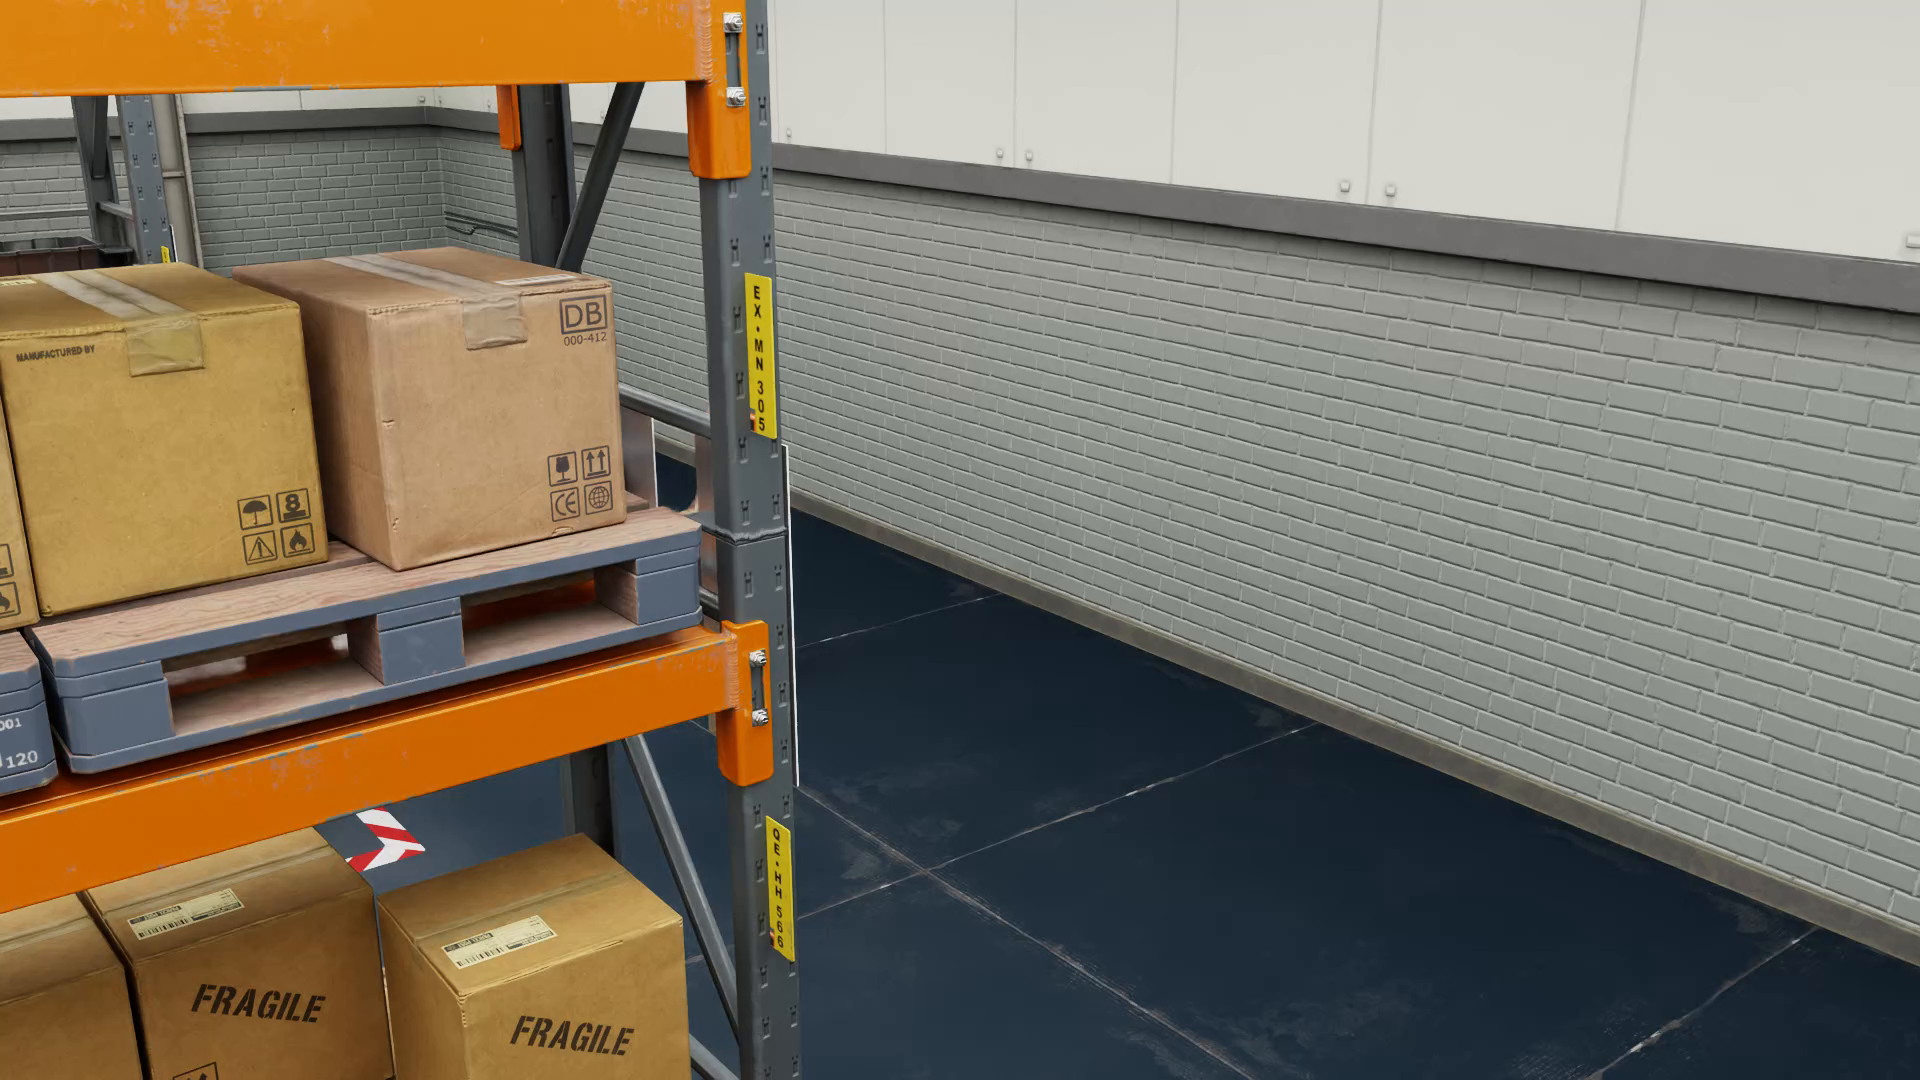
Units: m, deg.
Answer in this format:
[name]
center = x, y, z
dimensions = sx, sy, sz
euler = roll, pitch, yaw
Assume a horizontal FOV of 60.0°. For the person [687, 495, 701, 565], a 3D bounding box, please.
[person]
center = -1.521, -0.015, 10.607
dimensions = 0.499, 1.782, 0.566
euler = -14, 22, -37
